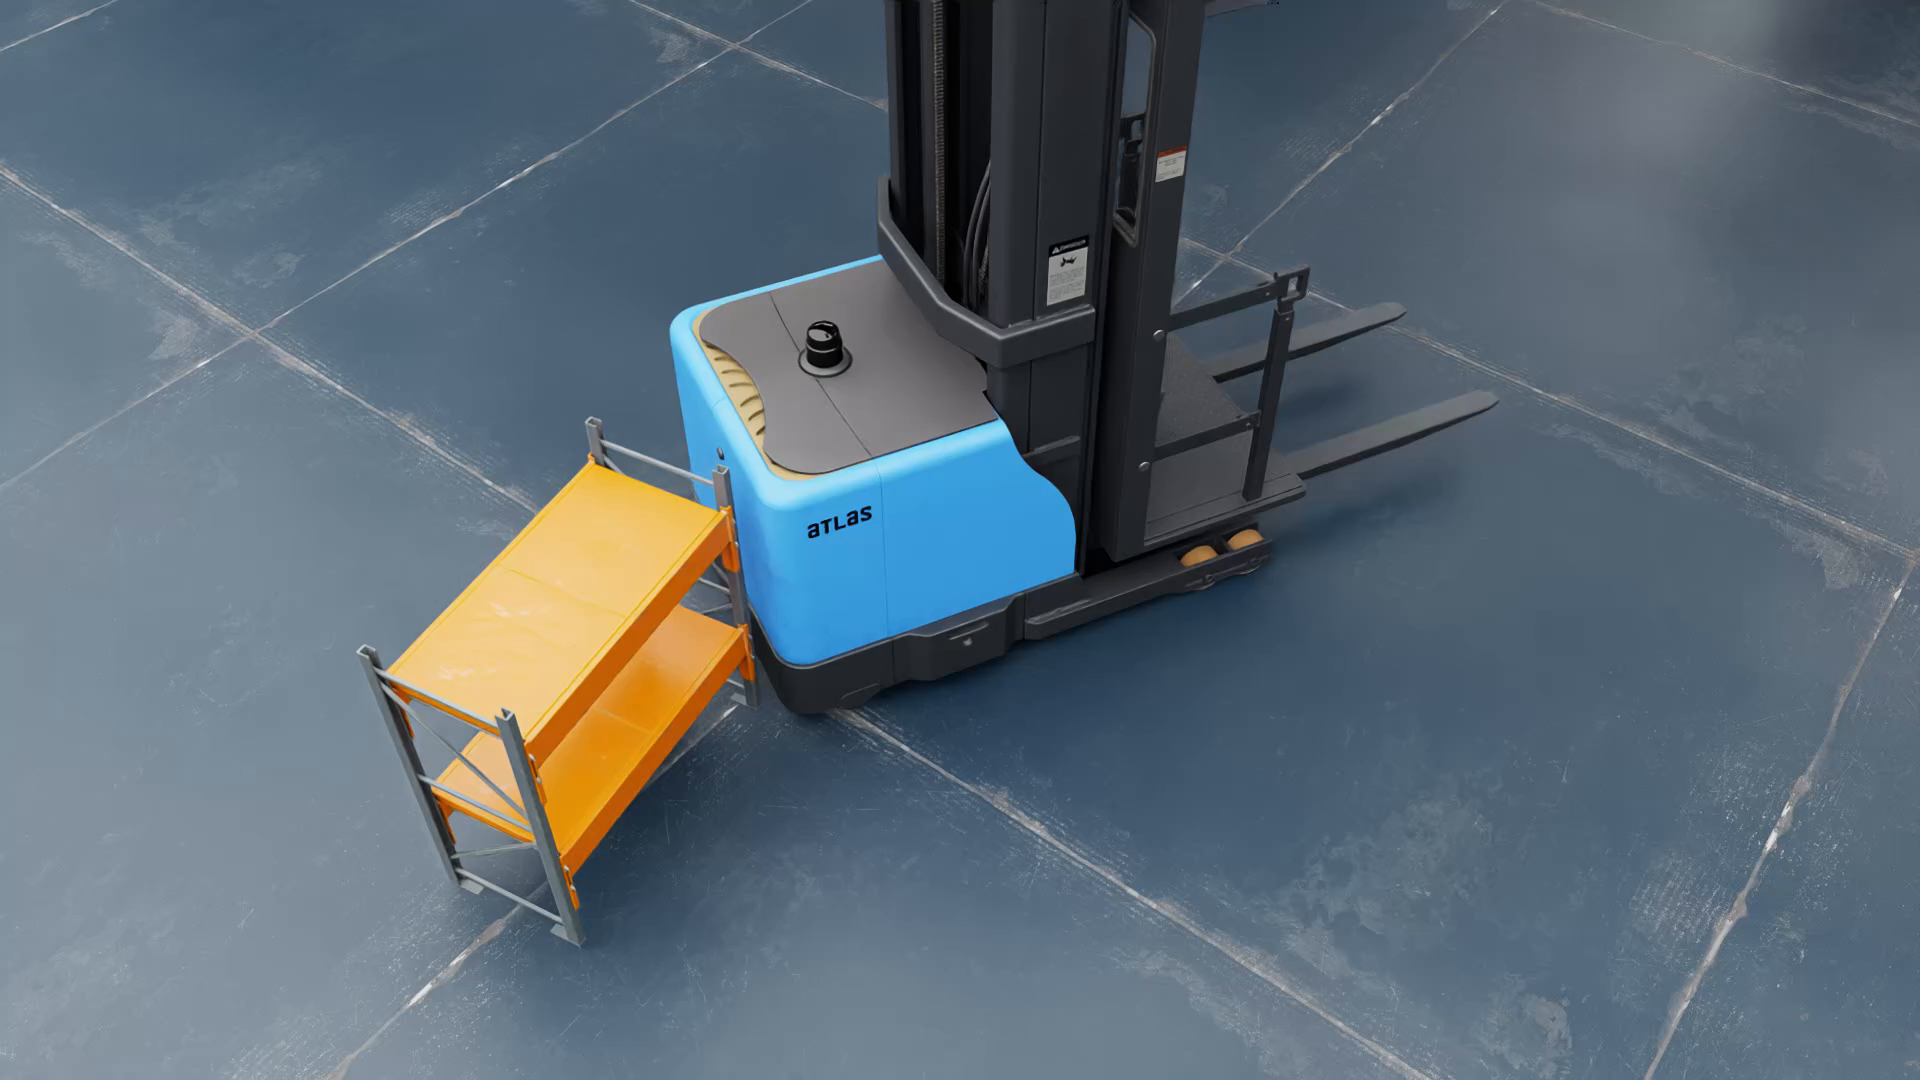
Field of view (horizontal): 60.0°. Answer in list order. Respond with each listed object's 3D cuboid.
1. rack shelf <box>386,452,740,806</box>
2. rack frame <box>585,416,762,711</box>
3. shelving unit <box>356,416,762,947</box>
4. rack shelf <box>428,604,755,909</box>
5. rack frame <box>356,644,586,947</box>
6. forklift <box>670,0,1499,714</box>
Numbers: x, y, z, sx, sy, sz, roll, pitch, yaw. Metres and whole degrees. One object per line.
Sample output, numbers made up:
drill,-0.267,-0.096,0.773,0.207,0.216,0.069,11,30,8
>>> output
rack shelf,-1.141,0.229,4.848,0.538,0.278,1.000,20,50,18
rack frame,-0.908,0.105,5.372,0.500,1.125,0.032,20,50,18
shelving unit,-1.141,0.432,5.060,0.538,1.125,1.048,20,50,18
rack shelf,-1.141,0.600,5.237,0.538,0.278,1.000,20,50,18
rack frame,-1.373,0.758,4.748,0.500,1.125,0.032,20,50,18
forklift,0.586,-1.158,5.330,3.031,2.935,1.130,-19,49,-17
